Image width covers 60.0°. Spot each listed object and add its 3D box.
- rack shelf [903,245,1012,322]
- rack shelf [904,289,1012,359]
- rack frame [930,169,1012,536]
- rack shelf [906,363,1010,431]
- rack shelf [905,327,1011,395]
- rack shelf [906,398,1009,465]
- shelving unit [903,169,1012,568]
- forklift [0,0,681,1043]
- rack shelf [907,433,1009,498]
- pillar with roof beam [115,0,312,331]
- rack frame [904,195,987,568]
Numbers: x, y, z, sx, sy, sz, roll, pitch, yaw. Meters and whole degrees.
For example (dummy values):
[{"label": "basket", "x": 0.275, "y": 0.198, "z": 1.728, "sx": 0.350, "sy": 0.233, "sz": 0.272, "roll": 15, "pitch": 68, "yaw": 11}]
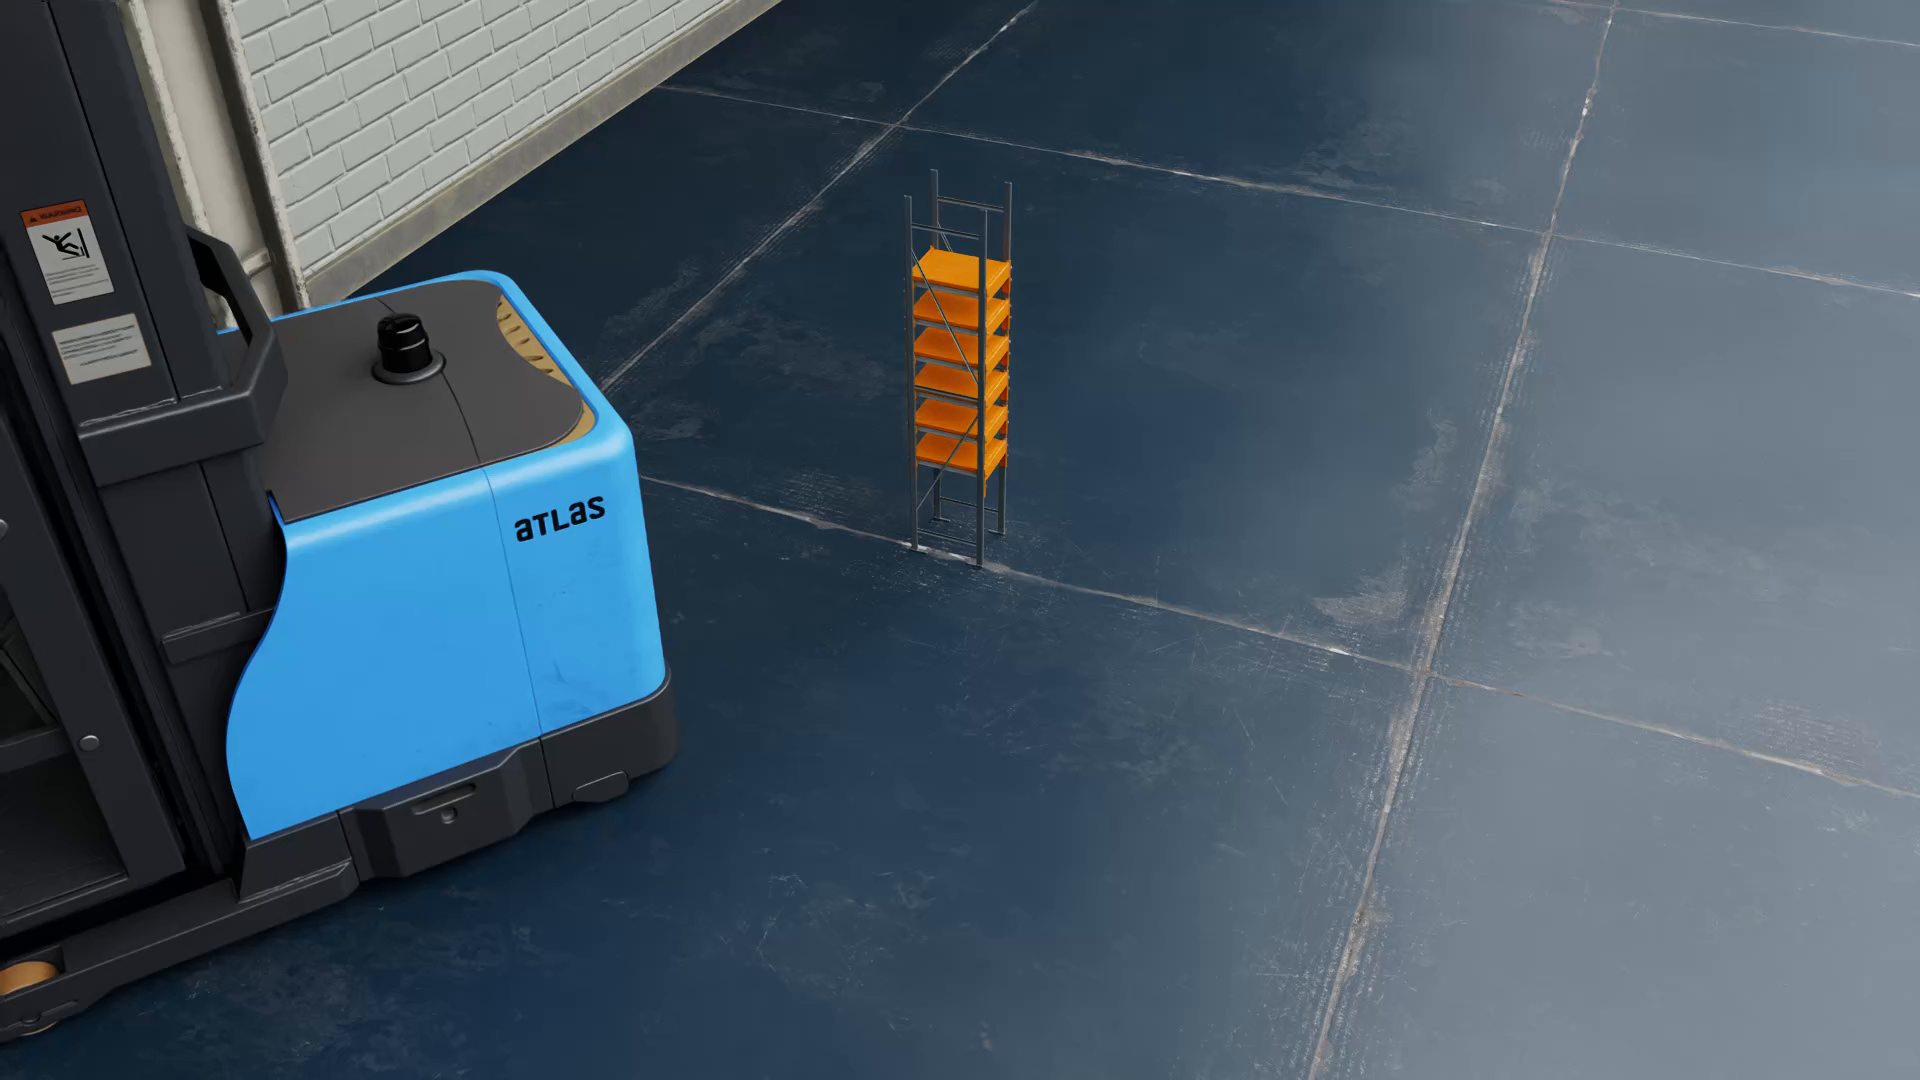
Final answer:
[{"label": "rack shelf", "x": -0.005, "y": -0.725, "z": 4.691, "sx": 0.258, "sy": 0.103, "sz": 0.180, "roll": 14, "pitch": 39, "yaw": 18}, {"label": "rack shelf", "x": -0.005, "y": -0.629, "z": 4.763, "sx": 0.258, "sy": 0.103, "sz": 0.180, "roll": 14, "pitch": 39, "yaw": 18}, {"label": "rack frame", "x": 0.029, "y": -0.523, "z": 4.948, "sx": 0.240, "sy": 1.200, "sz": 0.006, "roll": 14, "pitch": 39, "yaw": 18}, {"label": "rack shelf", "x": -0.005, "y": -0.437, "z": 4.907, "sx": 0.258, "sy": 0.103, "sz": 0.180, "roll": 14, "pitch": 39, "yaw": 18}, {"label": "rack shelf", "x": -0.005, "y": -0.533, "z": 4.835, "sx": 0.258, "sy": 0.103, "sz": 0.180, "roll": 14, "pitch": 39, "yaw": 18}, {"label": "rack shelf", "x": -0.005, "y": -0.341, "z": 4.979, "sx": 0.258, "sy": 0.103, "sz": 0.180, "roll": 14, "pitch": 39, "yaw": 18}, {"label": "shelving unit", "x": -0.005, "y": -0.473, "z": 4.880, "sx": 0.258, "sy": 1.200, "sz": 0.189, "roll": 14, "pitch": 39, "yaw": 18}, {"label": "forklift", "x": -2.273, "y": -0.362, "z": 3.286, "sx": 3.031, "sy": 2.935, "sz": 1.130, "roll": -19, "pitch": 41, "yaw": -24}, {"label": "rack shelf", "x": -0.005, "y": -0.245, "z": 5.050, "sx": 0.258, "sy": 0.103, "sz": 0.180, "roll": 14, "pitch": 39, "yaw": 18}, {"label": "pillar with roof beam", "x": 1.440, "y": -3.198, "z": 2.012, "sx": 9.100, "sy": 9.000, "sz": 0.400, "roll": 14, "pitch": 39, "yaw": 18}, {"label": "rack frame", "x": -0.040, "y": -0.422, "z": 4.812, "sx": 0.240, "sy": 1.200, "sz": 0.006, "roll": 14, "pitch": 39, "yaw": 18}]
